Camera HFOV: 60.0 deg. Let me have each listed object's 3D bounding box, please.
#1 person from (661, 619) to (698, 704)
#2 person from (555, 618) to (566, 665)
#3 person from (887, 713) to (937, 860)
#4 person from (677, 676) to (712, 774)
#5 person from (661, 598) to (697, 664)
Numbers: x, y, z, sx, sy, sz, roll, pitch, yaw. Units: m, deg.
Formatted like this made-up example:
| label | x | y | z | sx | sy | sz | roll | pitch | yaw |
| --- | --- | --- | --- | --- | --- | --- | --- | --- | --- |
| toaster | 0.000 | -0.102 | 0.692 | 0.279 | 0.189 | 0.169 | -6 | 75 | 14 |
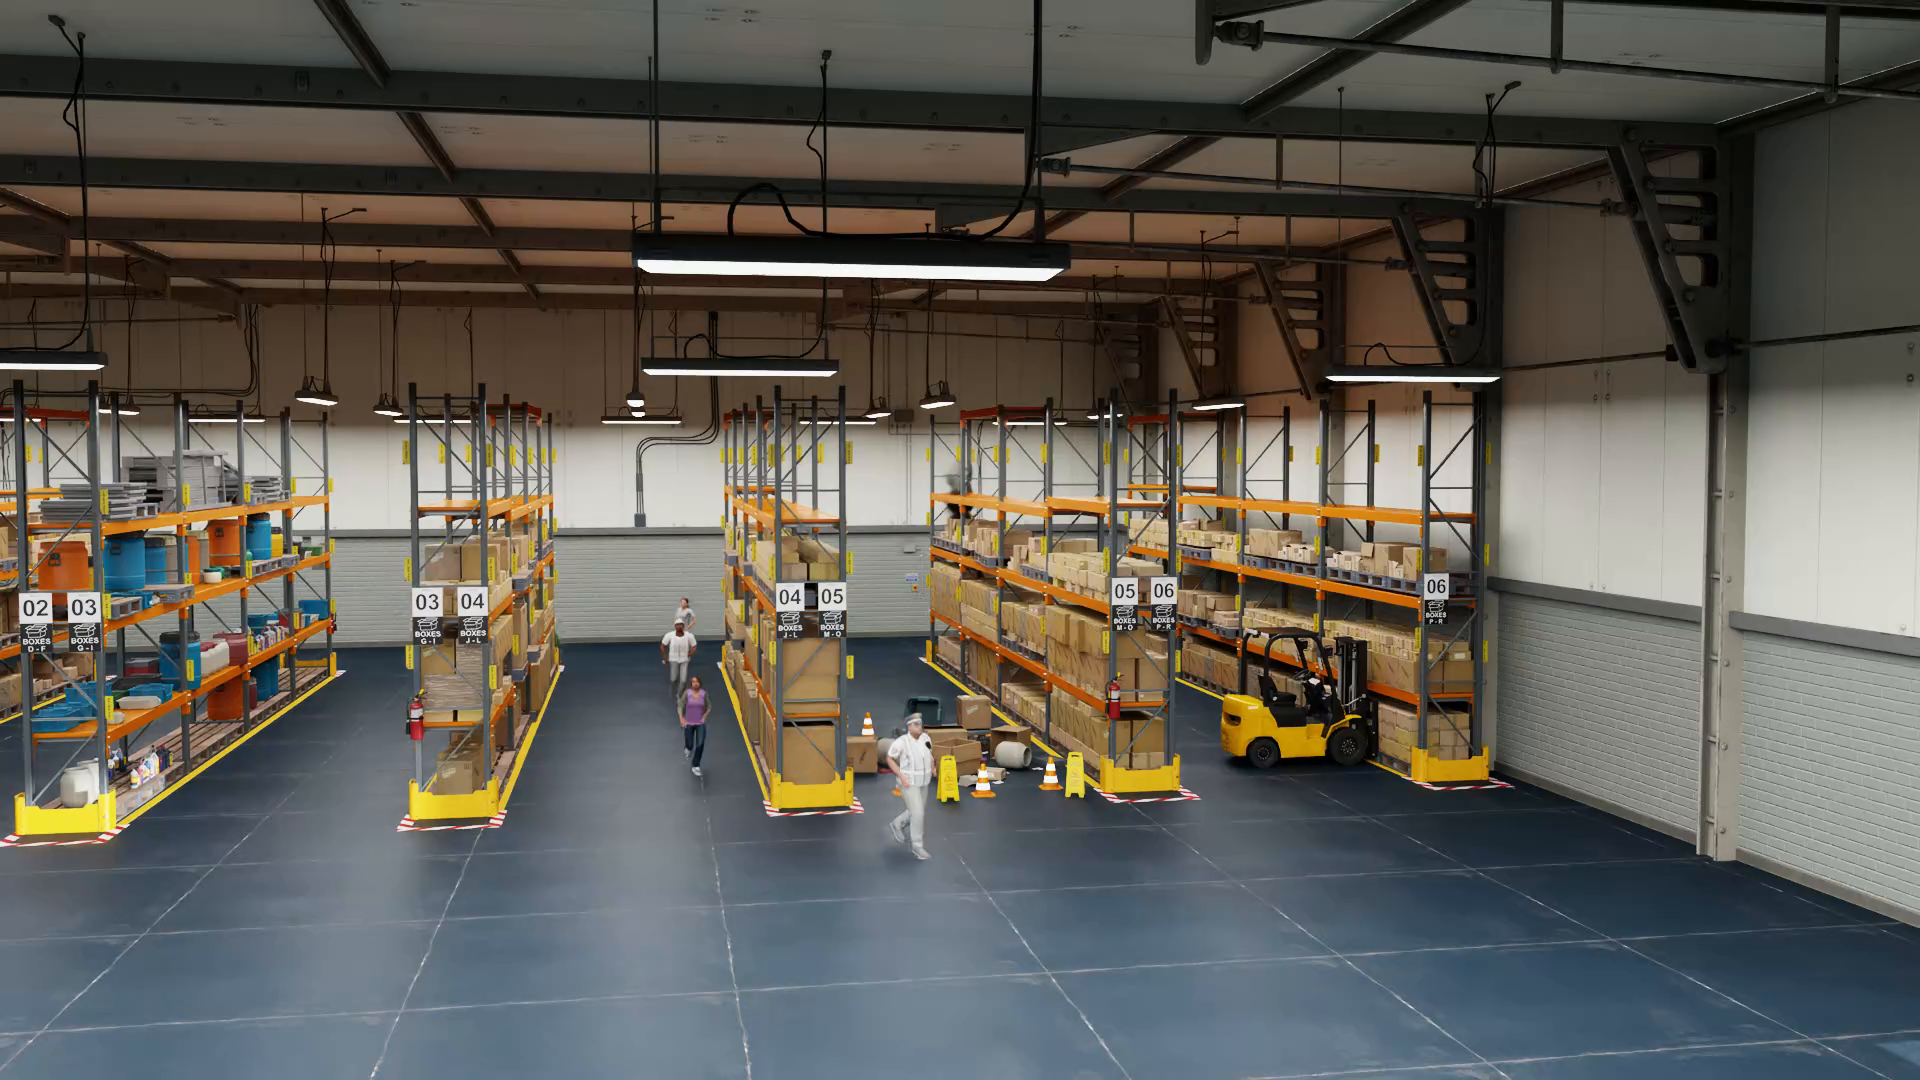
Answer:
| label | x | y | z | sx | sy | sz | roll | pitch | yaw |
| --- | --- | --- | --- | --- | --- | --- | --- | --- | --- |
| person | -5.655 | 2.445 | 33.516 | 0.730 | 1.726 | 0.594 | -1 | 3 | -11 |
| person | -9.886 | 2.125 | 39.662 | 0.907 | 1.804 | 0.707 | 0 | 3 | -5 |
| person | -0.605 | 3.057 | 20.932 | 0.652 | 1.801 | 0.822 | -3 | 4 | -43 |
| person | -4.191 | 2.906 | 26.273 | 0.502 | 1.535 | 0.574 | -1 | 3 | -13 |
| person | -6.644 | 2.170 | 39.986 | 0.640 | 1.598 | 0.937 | 2 | 4 | 35 |
